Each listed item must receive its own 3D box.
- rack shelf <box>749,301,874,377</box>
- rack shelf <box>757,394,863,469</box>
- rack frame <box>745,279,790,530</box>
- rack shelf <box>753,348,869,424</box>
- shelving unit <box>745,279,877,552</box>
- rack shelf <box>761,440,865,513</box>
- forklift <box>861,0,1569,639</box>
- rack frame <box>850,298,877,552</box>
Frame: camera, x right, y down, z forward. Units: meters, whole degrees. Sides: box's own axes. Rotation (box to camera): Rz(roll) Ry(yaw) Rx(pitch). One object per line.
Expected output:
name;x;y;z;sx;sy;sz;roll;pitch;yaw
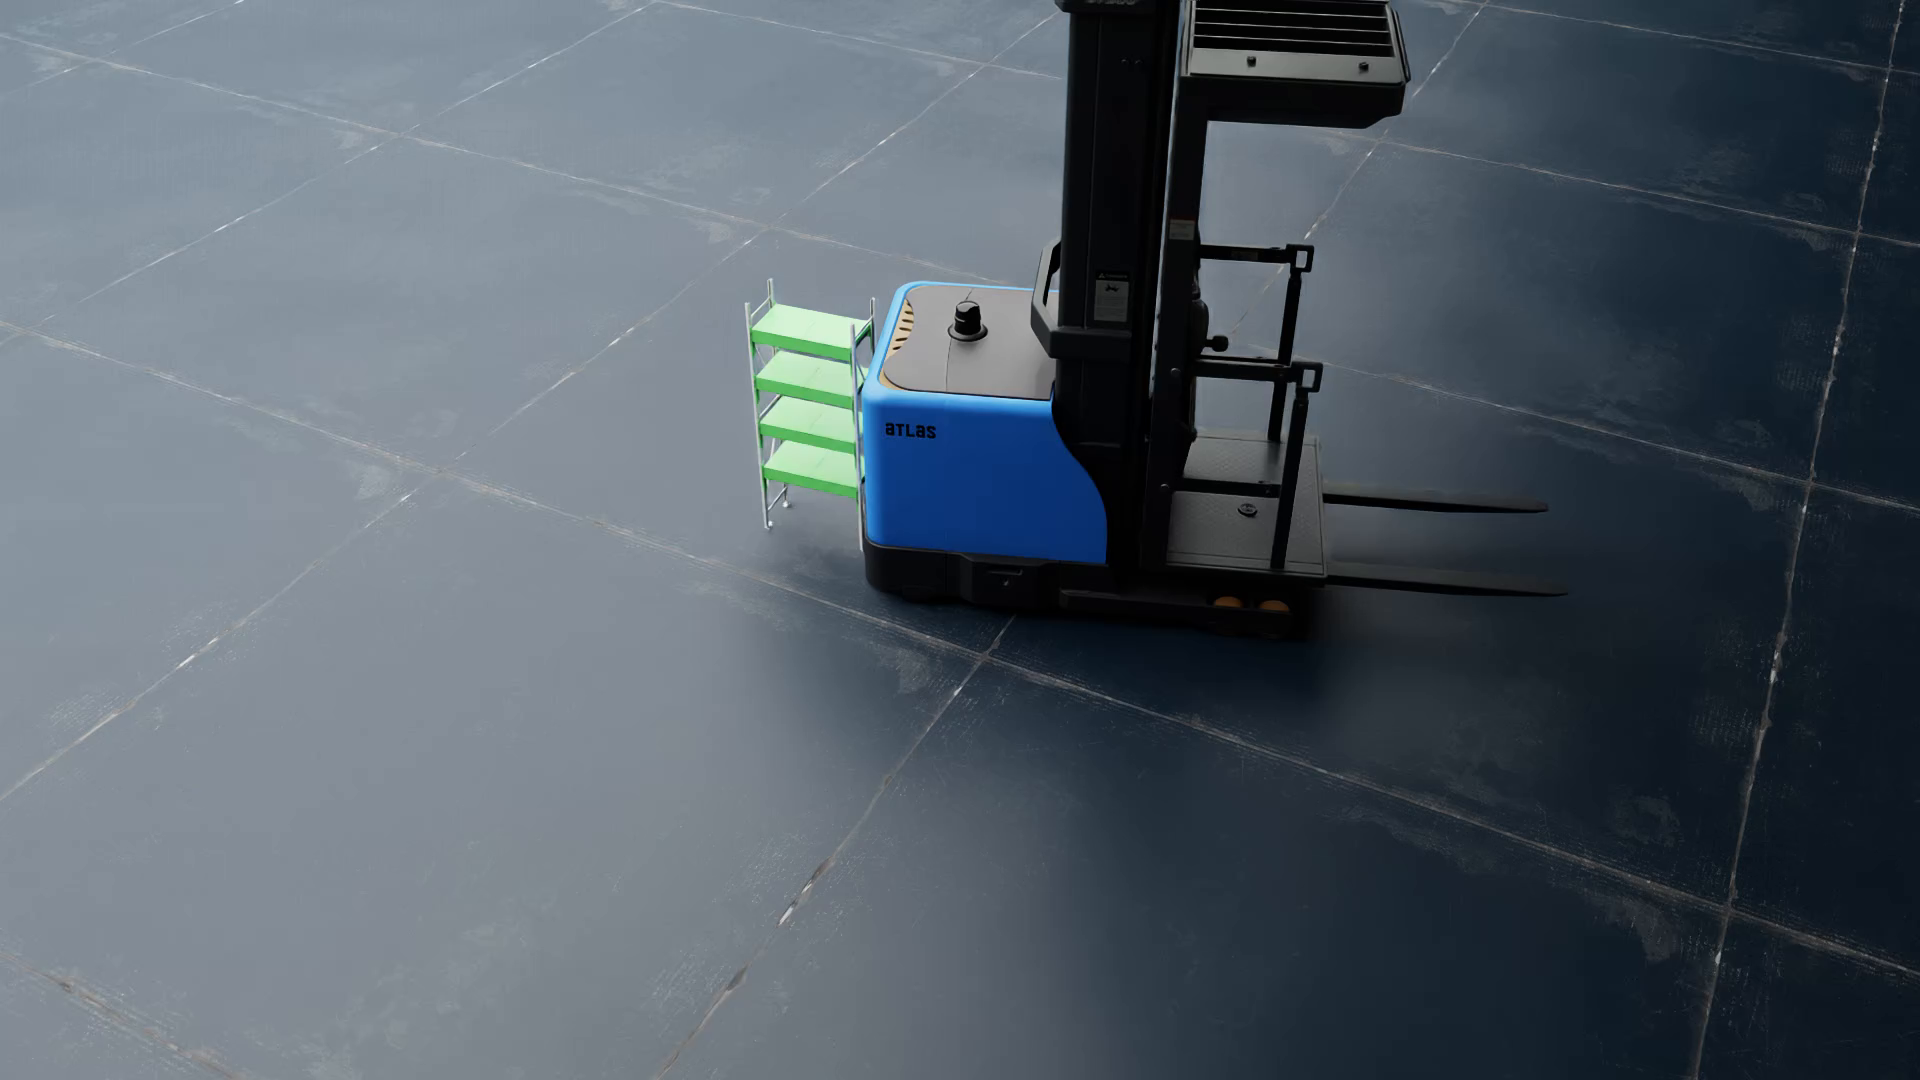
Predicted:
rack shelf;-0.641;-0.876;7.223;0.480;0.148;0.258;13;39;16
rack shelf;-0.641;-0.493;7.513;0.480;0.148;0.258;13;39;16
rack frame;-0.869;-0.596;7.543;0.015;1.200;0.240;13;39;16
rack shelf;-0.641;-0.685;7.368;0.480;0.148;0.258;13;39;16
shelving unit;-0.641;-0.544;7.475;0.503;1.200;0.258;13;39;16
rack shelf;-0.641;-0.302;7.658;0.480;0.148;0.258;13;39;16
forklift;1.139;-1.086;6.756;3.031;2.935;1.130;5;37;6
rack frame;-0.412;-0.492;7.406;0.015;1.200;0.240;13;39;16
